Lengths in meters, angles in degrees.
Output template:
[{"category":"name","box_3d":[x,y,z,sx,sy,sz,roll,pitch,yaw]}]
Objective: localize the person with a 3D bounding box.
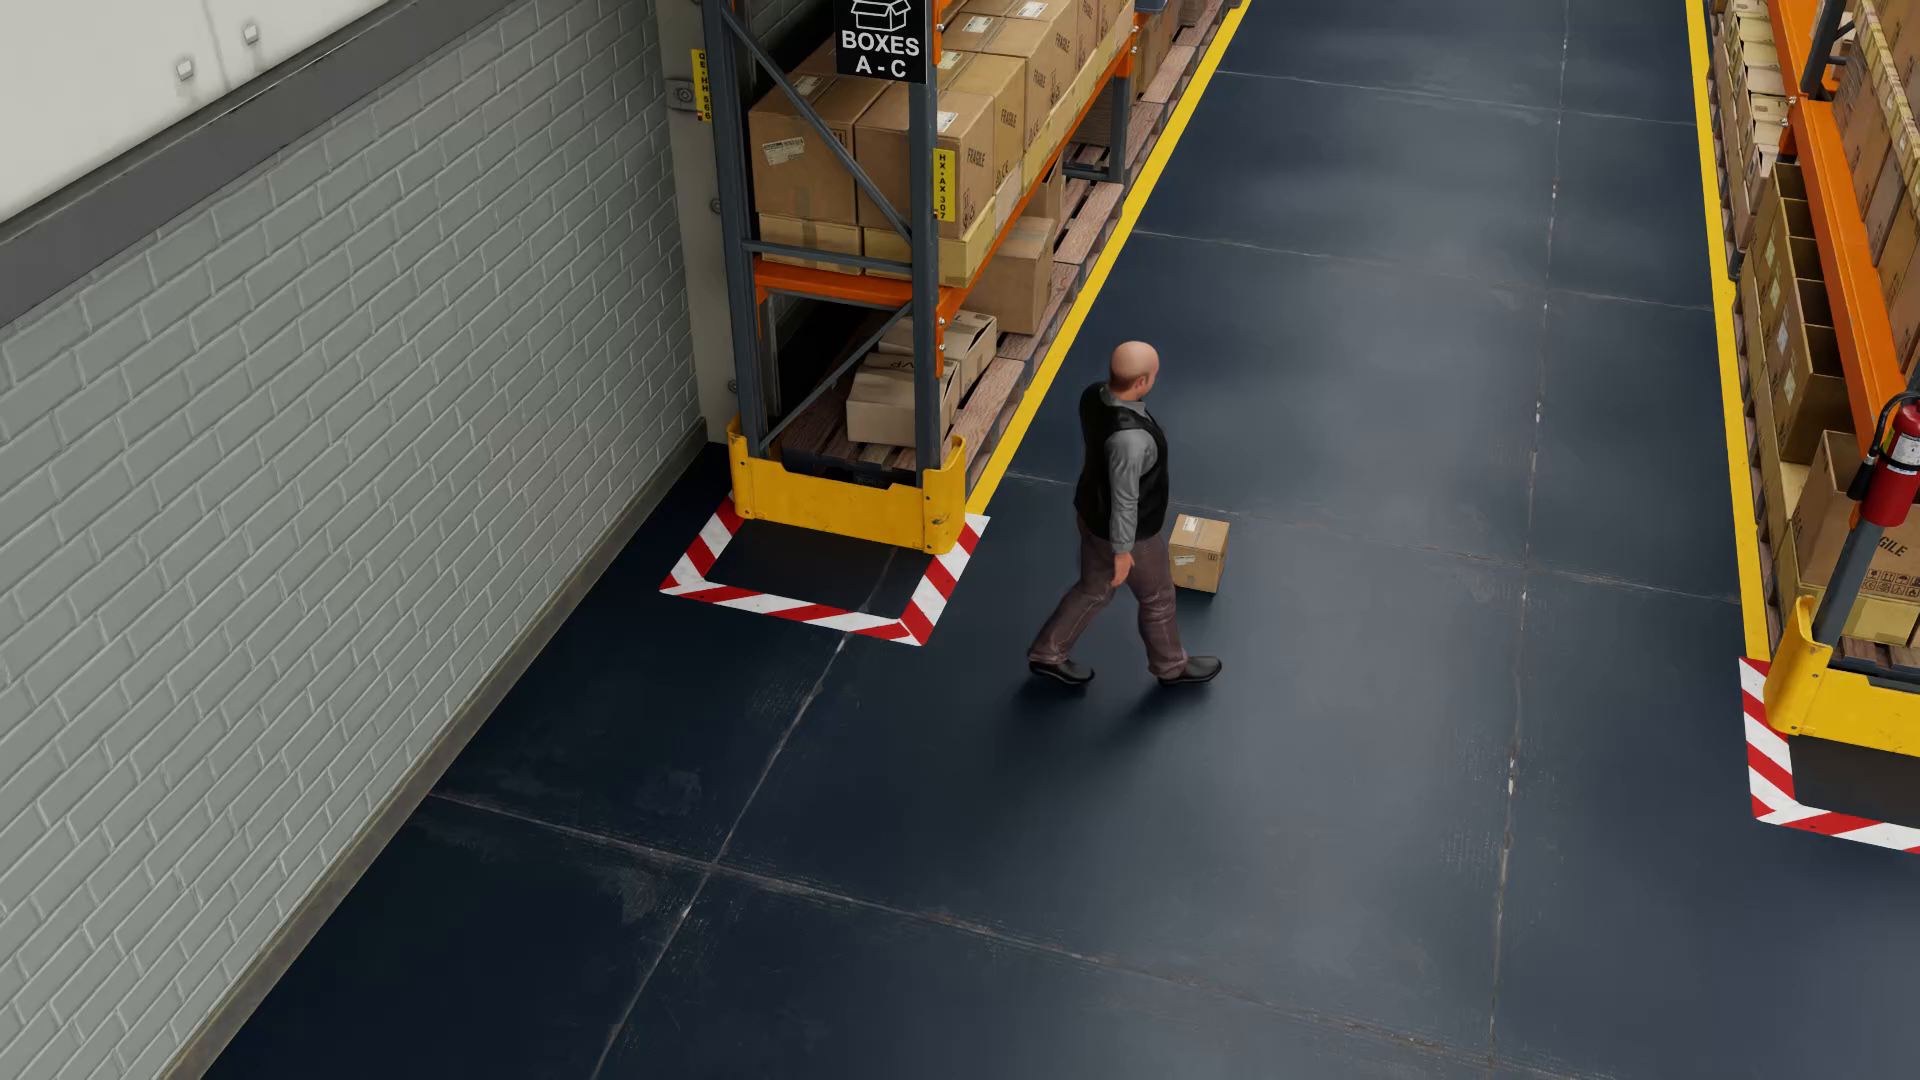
[{"category":"person","box_3d":[0.722,-0.094,7.043,0.855,1.694,0.573,-9,38,-12]}]
